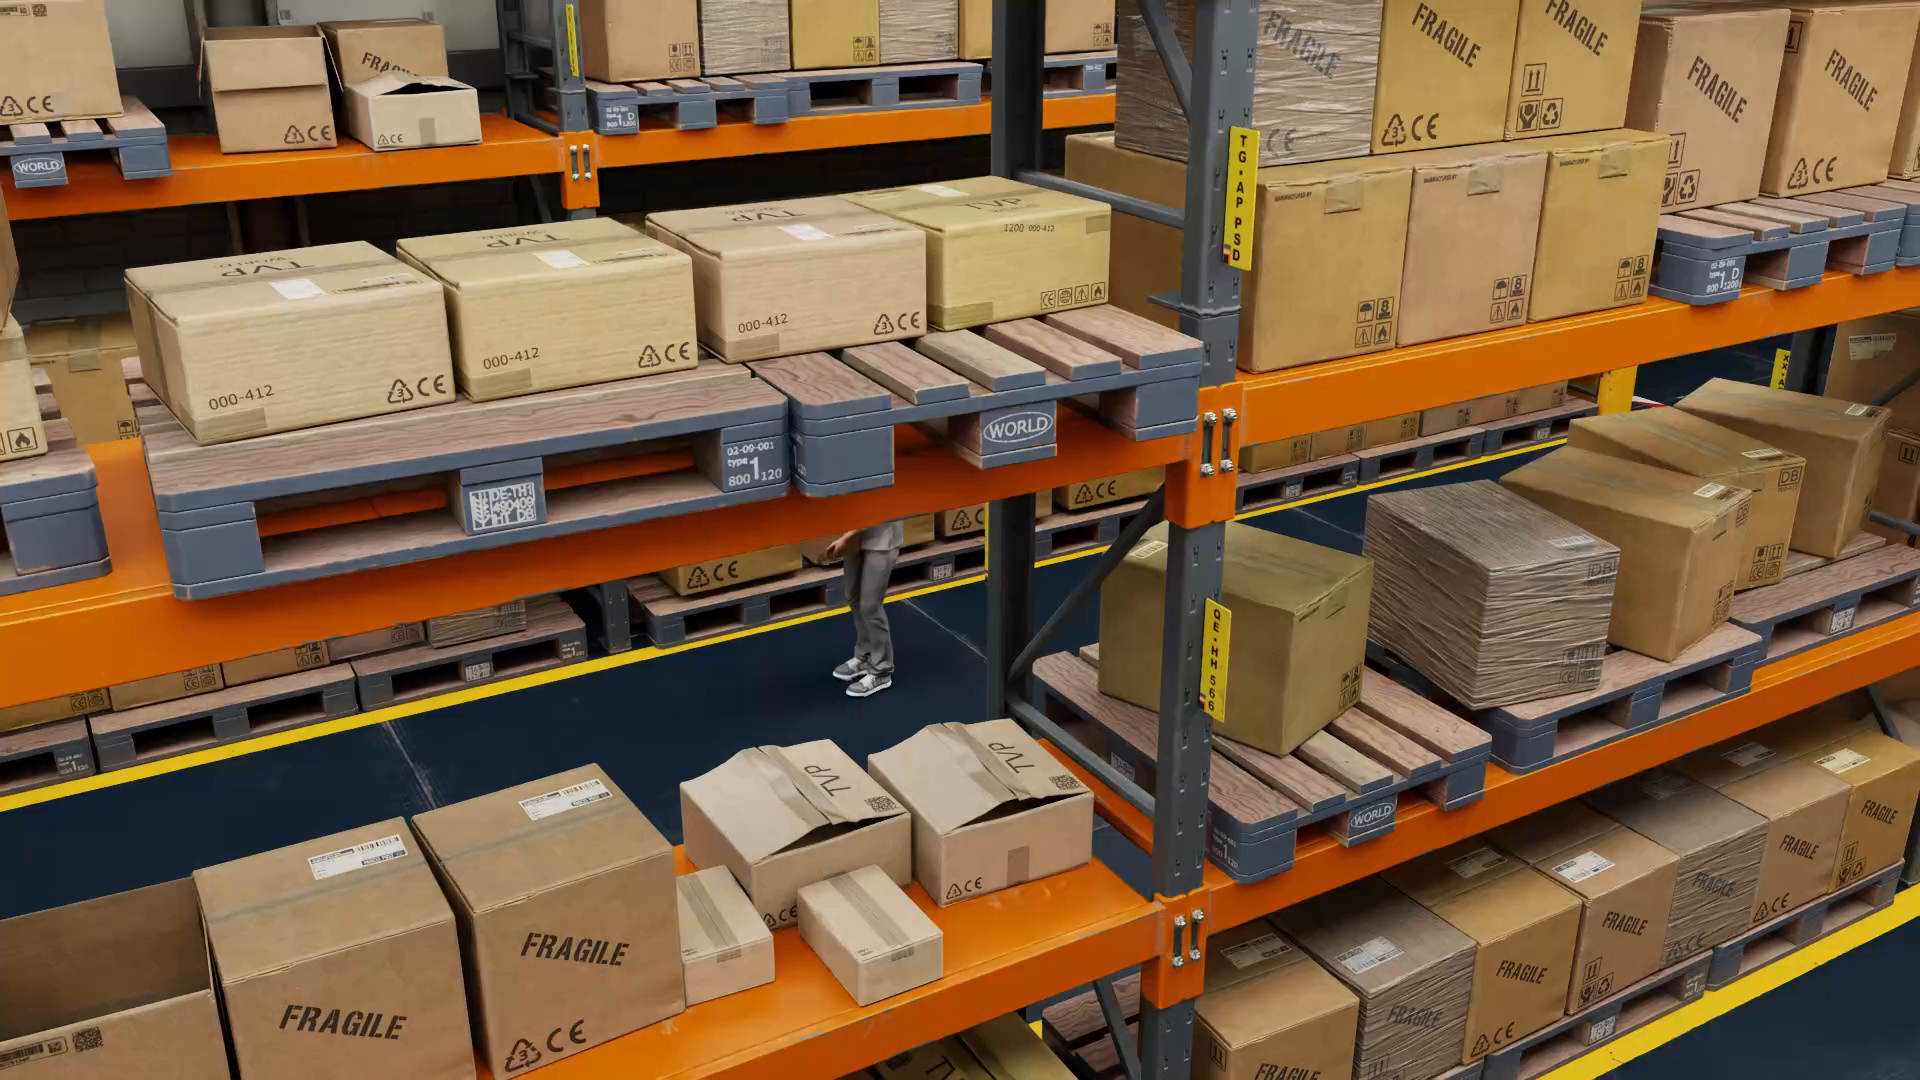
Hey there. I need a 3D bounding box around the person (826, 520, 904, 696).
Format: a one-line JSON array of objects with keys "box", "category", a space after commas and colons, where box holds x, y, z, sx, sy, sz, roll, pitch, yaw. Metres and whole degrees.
[{"box": [-0.528, 0.035, 8.527, 0.478, 1.585, 0.435, -13, 25, -29], "category": "person"}]
